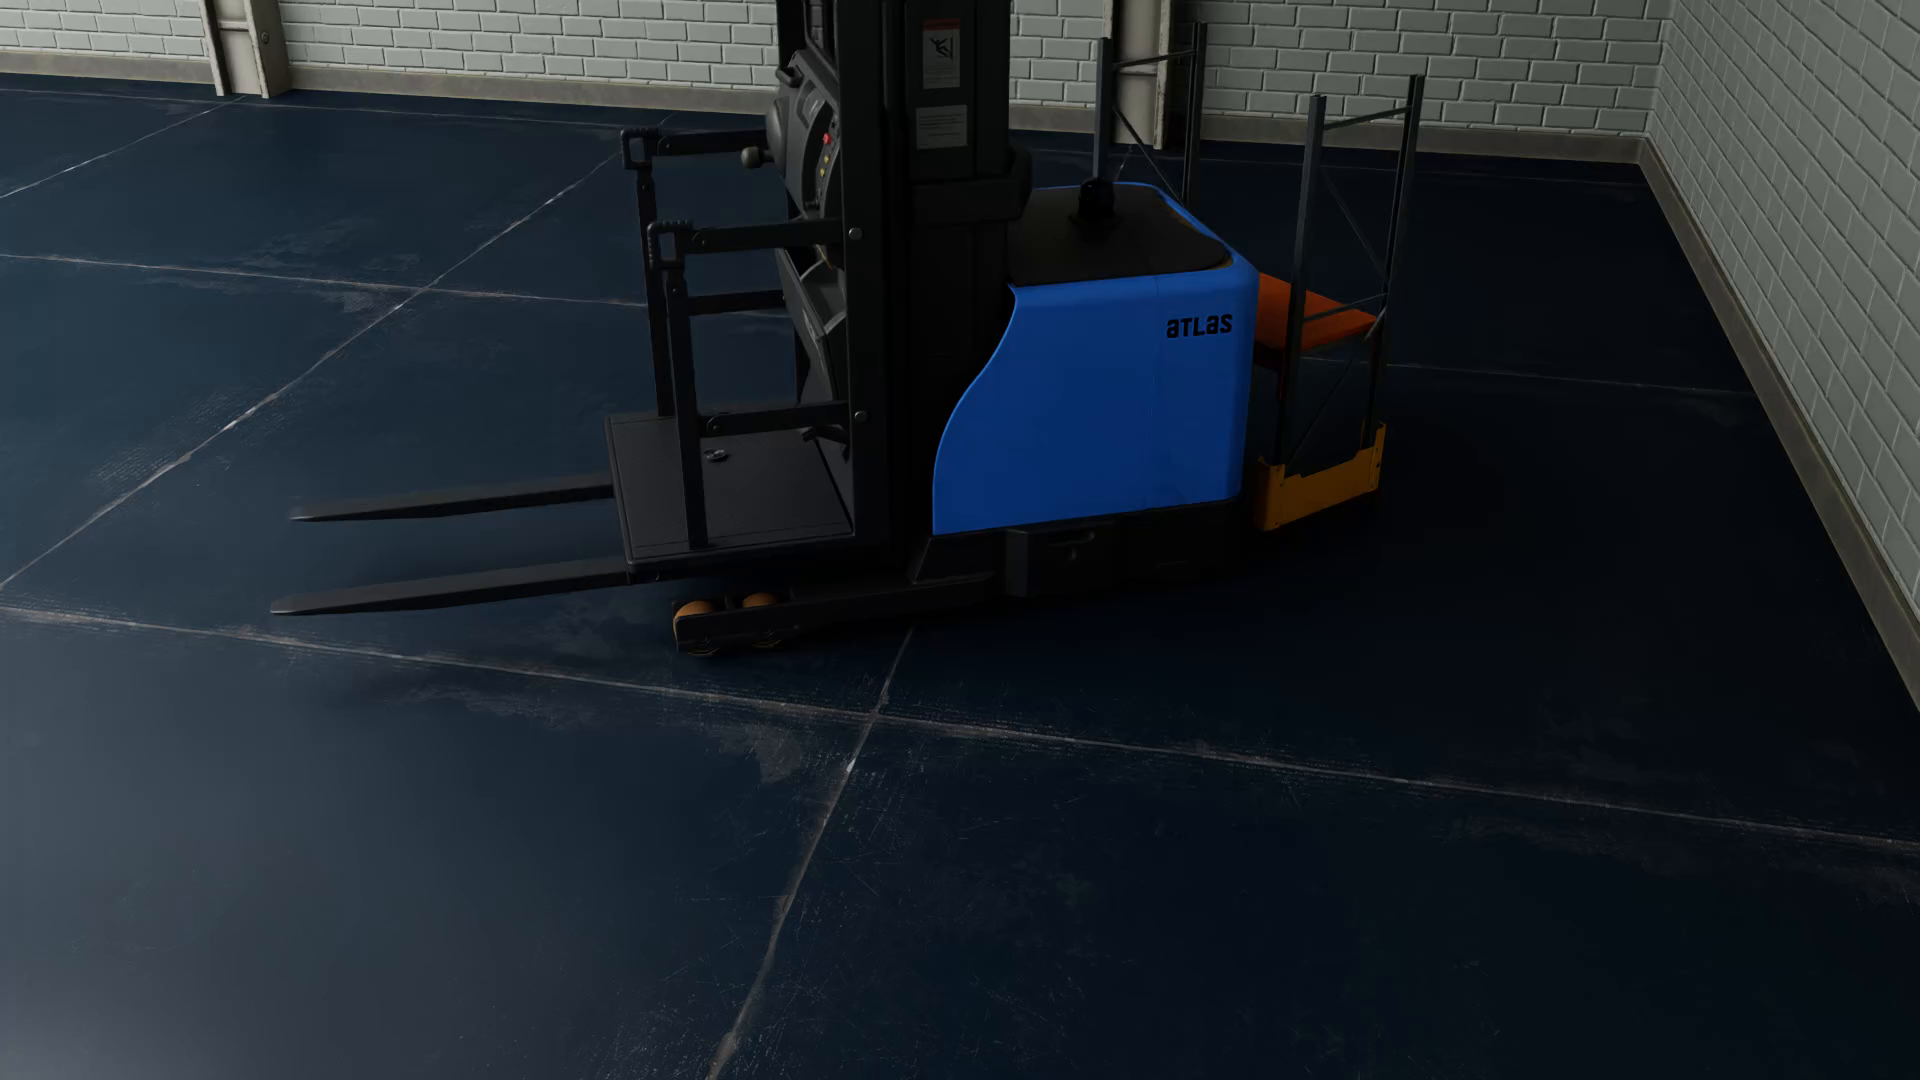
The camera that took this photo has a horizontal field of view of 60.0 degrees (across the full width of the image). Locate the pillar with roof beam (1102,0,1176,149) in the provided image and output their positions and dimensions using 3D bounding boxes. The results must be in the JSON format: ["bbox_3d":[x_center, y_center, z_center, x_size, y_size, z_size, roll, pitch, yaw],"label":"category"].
[{"bbox_3d":[0.168,-4.383,4.384,0.400,9.000,9.100,6,29,11],"label":"pillar with roof beam"}]

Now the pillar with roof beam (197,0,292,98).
[{"bbox_3d":[-5.700,-4.984,5.483,0.400,9.000,9.100,6,29,11],"label":"pillar with roof beam"}]

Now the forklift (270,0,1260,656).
[{"bbox_3d":[-0.646,-1.210,4.909,3.031,2.935,1.130,-7,29,-13],"label":"forklift"}]

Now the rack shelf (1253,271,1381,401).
[{"bbox_3d":[0.994,-0.817,6.055,0.538,0.185,1.000,-19,34,-31],"label":"rack shelf"}]

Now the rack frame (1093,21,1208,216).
[{"bbox_3d":[0.697,-1.173,6.330,0.500,1.500,0.032,-19,34,-31],"label":"rack frame"}]

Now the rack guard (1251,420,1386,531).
[{"bbox_3d":[1.280,-0.236,5.920,0.587,0.250,0.087,-19,34,-31],"label":"rack guard"}]

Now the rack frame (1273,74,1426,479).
[{"bbox_3d":[1.291,-0.776,5.606,0.500,1.500,0.032,-19,34,-31],"label":"rack frame"}]

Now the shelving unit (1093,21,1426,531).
[{"bbox_3d":[0.989,-0.978,5.975,0.587,1.500,1.083,-19,34,-31],"label":"shelving unit"}]
